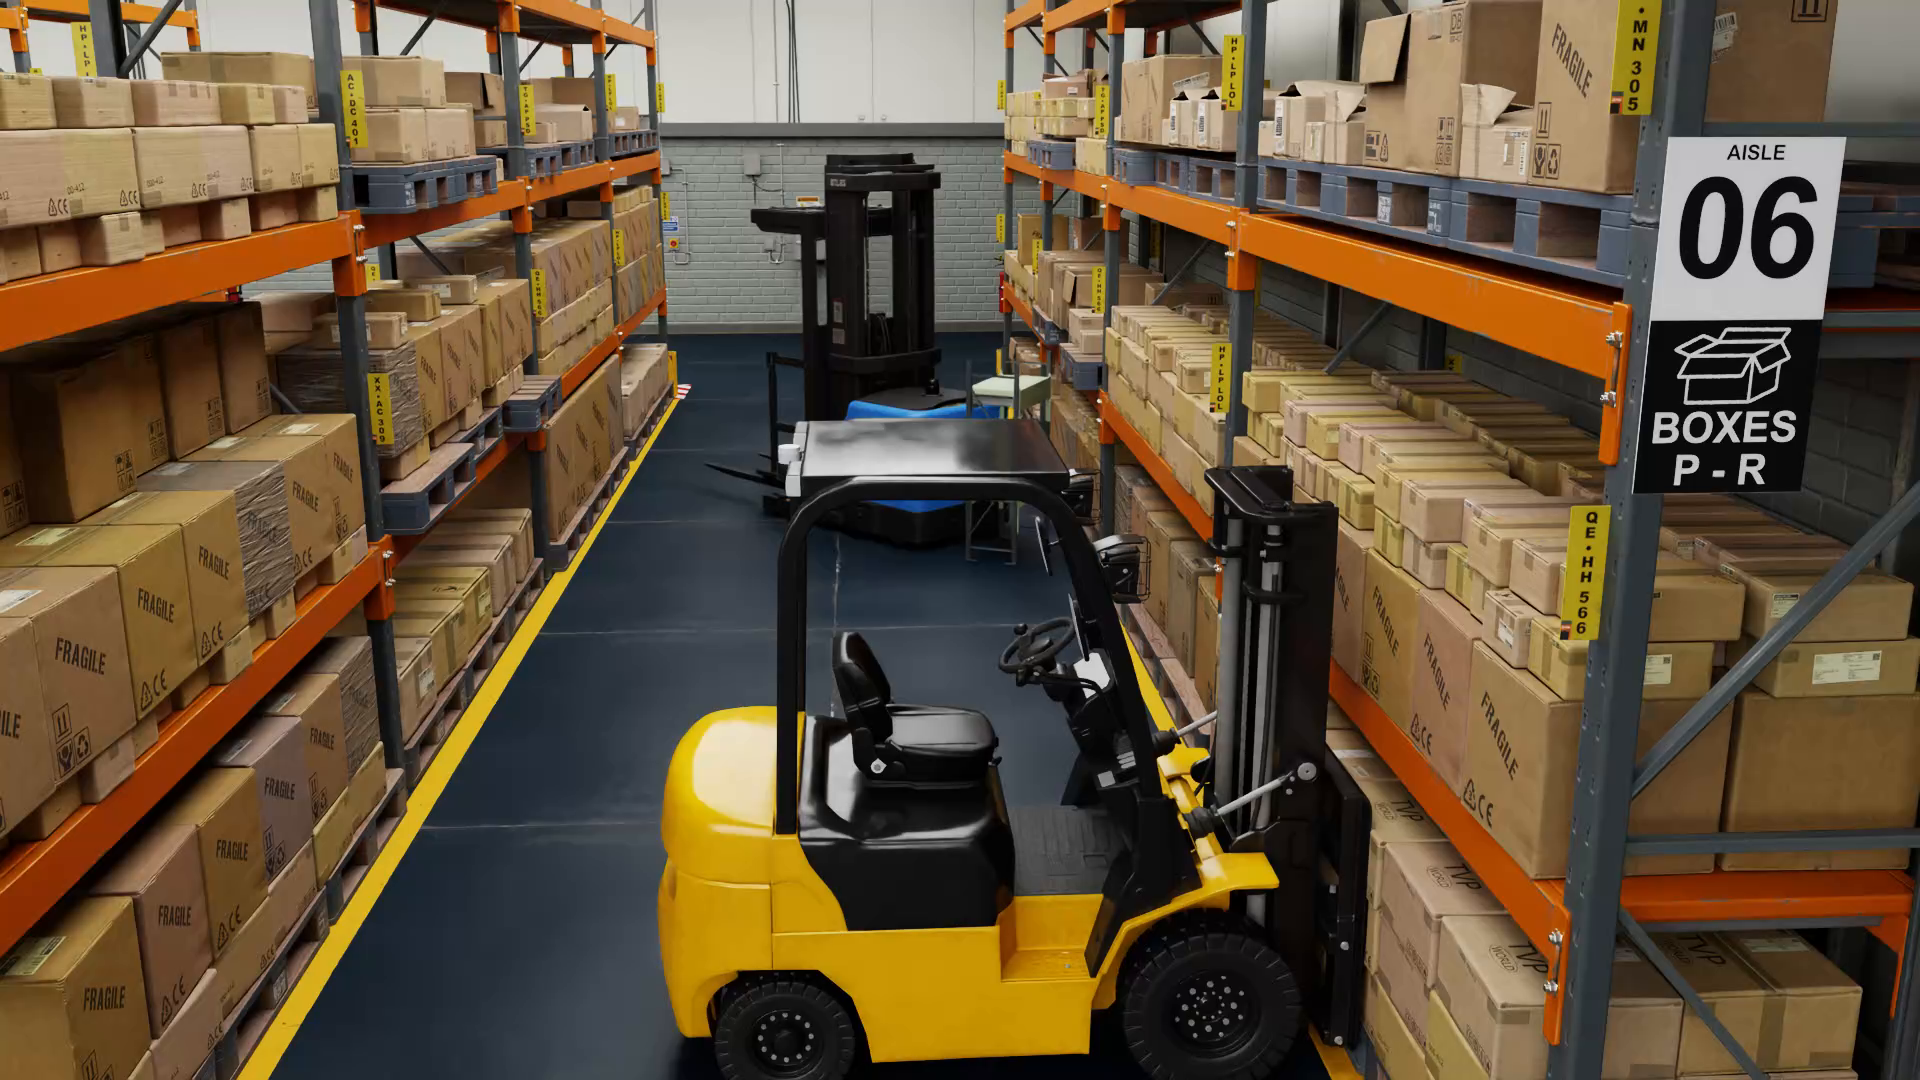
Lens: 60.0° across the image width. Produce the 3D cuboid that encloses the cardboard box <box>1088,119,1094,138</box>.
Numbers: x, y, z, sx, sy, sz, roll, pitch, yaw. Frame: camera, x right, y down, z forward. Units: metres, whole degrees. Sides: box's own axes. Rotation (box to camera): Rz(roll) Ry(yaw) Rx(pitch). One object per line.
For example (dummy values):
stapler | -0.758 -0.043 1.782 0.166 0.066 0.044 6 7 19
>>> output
cardboard box | 1.201 -3.218 12.996 0.380 0.149 0.250 0 14 -2

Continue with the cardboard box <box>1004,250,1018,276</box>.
cardboard box | 0.780 -3.184 19.087 0.500 0.250 0.500 -1 14 -3

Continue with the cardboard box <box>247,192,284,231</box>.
cardboard box | -2.898 -1.298 6.535 0.380 0.149 0.250 -1 14 -3

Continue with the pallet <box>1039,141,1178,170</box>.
pallet | 1.306 -3.176 13.707 1.213 0.211 1.003 -1 14 -3

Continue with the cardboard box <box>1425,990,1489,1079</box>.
cardboard box | 1.670 1.519 4.774 0.500 0.250 0.500 -1 14 -4

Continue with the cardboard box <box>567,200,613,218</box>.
cardboard box | -3.446 -3.087 15.495 0.380 0.149 0.250 -1 14 -4

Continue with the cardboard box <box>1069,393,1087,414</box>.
cardboard box | 1.156 -1.187 14.491 0.380 0.149 0.250 -1 14 -4

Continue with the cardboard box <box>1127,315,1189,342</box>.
cardboard box | 1.302 -1.389 10.904 0.380 0.149 0.250 0 14 -2

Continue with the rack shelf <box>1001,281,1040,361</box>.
rack shelf | 1.145 -2.384 17.717 1.077 0.370 4.000 -1 14 -3

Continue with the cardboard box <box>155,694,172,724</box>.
cardboard box | -2.817 0.538 5.418 0.380 0.149 0.250 0 14 -2

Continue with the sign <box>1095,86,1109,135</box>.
sign | 0.975 -2.936 11.359 0.100 0.325 0.005 -1 14 -3

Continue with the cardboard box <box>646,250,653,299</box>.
cardboard box | -3.581 -2.832 17.813 0.500 0.500 0.500 0 14 -2

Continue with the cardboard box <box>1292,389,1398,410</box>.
cardboard box | 1.619 -0.541 7.012 0.380 0.149 0.250 -1 14 -4

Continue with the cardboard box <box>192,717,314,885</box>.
cardboard box | -2.819 0.993 6.316 0.500 0.500 0.500 0 14 0

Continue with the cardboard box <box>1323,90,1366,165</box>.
cardboard box | 1.553 -1.511 6.086 0.396 0.266 0.258 -1 14 -5

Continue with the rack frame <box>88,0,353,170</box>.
rack frame | -3.190 -3.073 6.912 1.000 3.000 0.127 -1 14 -3

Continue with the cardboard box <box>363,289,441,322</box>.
cardboard box | -3.036 -1.269 8.997 0.380 0.149 0.250 0 14 0

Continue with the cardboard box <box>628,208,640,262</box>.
cardboard box | -3.519 -3.066 16.715 0.500 0.500 0.500 -1 14 -2

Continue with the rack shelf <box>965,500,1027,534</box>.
rack shelf | 0.368 -0.327 12.592 0.431 0.370 0.720 6 16 21

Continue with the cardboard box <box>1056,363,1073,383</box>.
cardboard box | 1.089 -1.529 15.224 0.380 0.149 0.250 -2 15 -6

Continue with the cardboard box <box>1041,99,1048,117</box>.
cardboard box | 0.910 -3.752 14.433 0.380 0.149 0.250 -1 14 -4

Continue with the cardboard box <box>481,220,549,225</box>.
cardboard box | -3.945 -2.576 14.813 0.500 0.500 0.500 -1 14 -3

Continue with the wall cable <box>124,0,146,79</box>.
wall cable | -10.734 -8.922 23.188 2.277 5.999 0.120 -1 14 -3

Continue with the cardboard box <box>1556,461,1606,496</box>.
cardboard box | 2.232 -0.169 5.564 0.380 0.149 0.250 -1 14 -5

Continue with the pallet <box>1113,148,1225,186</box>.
pallet | 1.648 -2.434 10.827 1.213 0.211 1.003 0 14 -1

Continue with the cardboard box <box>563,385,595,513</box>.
cardboard box | -3.448 -0.732 13.274 0.875 0.875 0.875 -1 14 -3

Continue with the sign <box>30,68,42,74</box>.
sign | -8.066 -3.959 14.547 0.100 0.325 0.005 -1 14 -3

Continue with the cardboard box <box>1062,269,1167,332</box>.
cardboard box | 1.231 -1.897 13.329 0.797 0.503 0.637 -1 14 -5

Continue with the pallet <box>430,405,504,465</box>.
pallet | -3.274 -0.578 9.639 1.003 0.211 1.213 -1 14 -3

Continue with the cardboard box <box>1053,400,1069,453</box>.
cardboard box | 1.117 -0.972 14.958 0.500 0.500 0.500 -1 14 -4

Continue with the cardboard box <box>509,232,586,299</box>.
cardboard box | -3.309 -2.200 13.348 0.500 0.500 0.500 -1 14 -3

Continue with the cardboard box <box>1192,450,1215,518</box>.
cardboard box | 1.472 -0.294 8.451 0.500 0.250 0.500 -1 14 -2

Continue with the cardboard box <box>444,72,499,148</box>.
cardboard box | -3.611 -2.960 11.442 0.797 0.503 0.637 -2 15 -7

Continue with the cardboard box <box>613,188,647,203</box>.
cardboard box | -3.597 -3.724 17.972 0.380 0.149 0.250 -1 14 -2

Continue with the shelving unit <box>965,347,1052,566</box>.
shelving unit | 0.369 -0.643 12.511 0.431 1.500 0.755 6 16 21

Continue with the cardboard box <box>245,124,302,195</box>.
cardboard box | -2.861 -1.461 6.369 0.500 0.250 0.500 -1 14 -4

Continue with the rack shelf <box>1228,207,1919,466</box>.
rack shelf | 1.888 -0.852 5.744 1.077 0.370 4.000 -1 14 -3

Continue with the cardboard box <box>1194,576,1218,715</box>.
cardboard box | 1.721 0.571 8.708 0.875 0.625 0.625 0 14 -1

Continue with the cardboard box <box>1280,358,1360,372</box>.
cardboard box | 1.941 -0.892 8.970 0.380 0.149 0.250 -1 14 -4

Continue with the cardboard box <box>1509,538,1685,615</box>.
cardboard box | 1.733 0.096 4.535 0.380 0.149 0.250 -1 14 -3

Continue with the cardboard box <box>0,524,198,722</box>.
cardboard box | -2.762 0.257 5.211 0.500 0.500 0.500 -1 14 -5

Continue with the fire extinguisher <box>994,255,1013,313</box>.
fire extinguisher | 0.550 -3.041 19.731 0.296 0.674 0.183 -1 14 -3

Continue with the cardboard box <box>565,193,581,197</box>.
cardboard box | -4.068 -3.456 16.929 0.380 0.149 0.250 -1 14 -3

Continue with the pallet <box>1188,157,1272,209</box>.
pallet | 1.697 -1.825 8.463 0.805 0.209 1.217 -1 15 -6

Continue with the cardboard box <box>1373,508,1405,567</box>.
cardboard box | 1.607 -0.014 5.558 0.380 0.149 0.250 -1 14 -3

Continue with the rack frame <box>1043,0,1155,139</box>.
rack frame | 1.269 -5.141 14.946 1.000 3.000 0.127 -1 14 -3

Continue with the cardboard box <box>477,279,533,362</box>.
cardboard box | -3.132 -1.450 11.002 0.500 0.500 0.500 -1 14 -5

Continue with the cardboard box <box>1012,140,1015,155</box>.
cardboard box | 0.762 -4.286 18.148 0.380 0.149 0.250 -1 14 -2

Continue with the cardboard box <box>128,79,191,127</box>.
cardboard box | -2.761 -1.426 5.432 0.380 0.149 0.250 -1 14 -3

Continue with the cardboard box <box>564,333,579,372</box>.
cardboard box | -3.293 -1.474 13.036 0.500 0.250 0.500 0 14 -2

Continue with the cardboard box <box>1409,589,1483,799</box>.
cardboard box | 1.697 0.453 5.044 0.500 0.500 0.500 0 14 -2

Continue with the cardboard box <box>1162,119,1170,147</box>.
cardboard box | 1.345 -2.289 9.344 0.380 0.149 0.250 -1 14 -4

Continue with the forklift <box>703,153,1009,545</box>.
forklift | -0.992 -1.674 13.651 1.130 2.935 3.031 -14 20 -42

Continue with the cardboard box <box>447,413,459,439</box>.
cardboard box | -2.997 -0.650 9.193 0.380 0.149 0.250 -1 14 -3

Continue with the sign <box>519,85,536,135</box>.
sign | -2.896 -2.874 11.118 0.100 0.325 0.005 -1 14 -3

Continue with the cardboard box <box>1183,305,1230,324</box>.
cardboard box | 1.739 -1.525 11.432 0.380 0.149 0.250 0 14 -2

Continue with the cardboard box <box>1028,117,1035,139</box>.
cardboard box | 0.946 -4.005 16.255 0.500 0.250 0.500 -1 14 -5

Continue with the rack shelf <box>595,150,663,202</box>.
rack shelf | -3.809 -3.759 17.042 1.077 0.370 4.000 -1 14 -3
